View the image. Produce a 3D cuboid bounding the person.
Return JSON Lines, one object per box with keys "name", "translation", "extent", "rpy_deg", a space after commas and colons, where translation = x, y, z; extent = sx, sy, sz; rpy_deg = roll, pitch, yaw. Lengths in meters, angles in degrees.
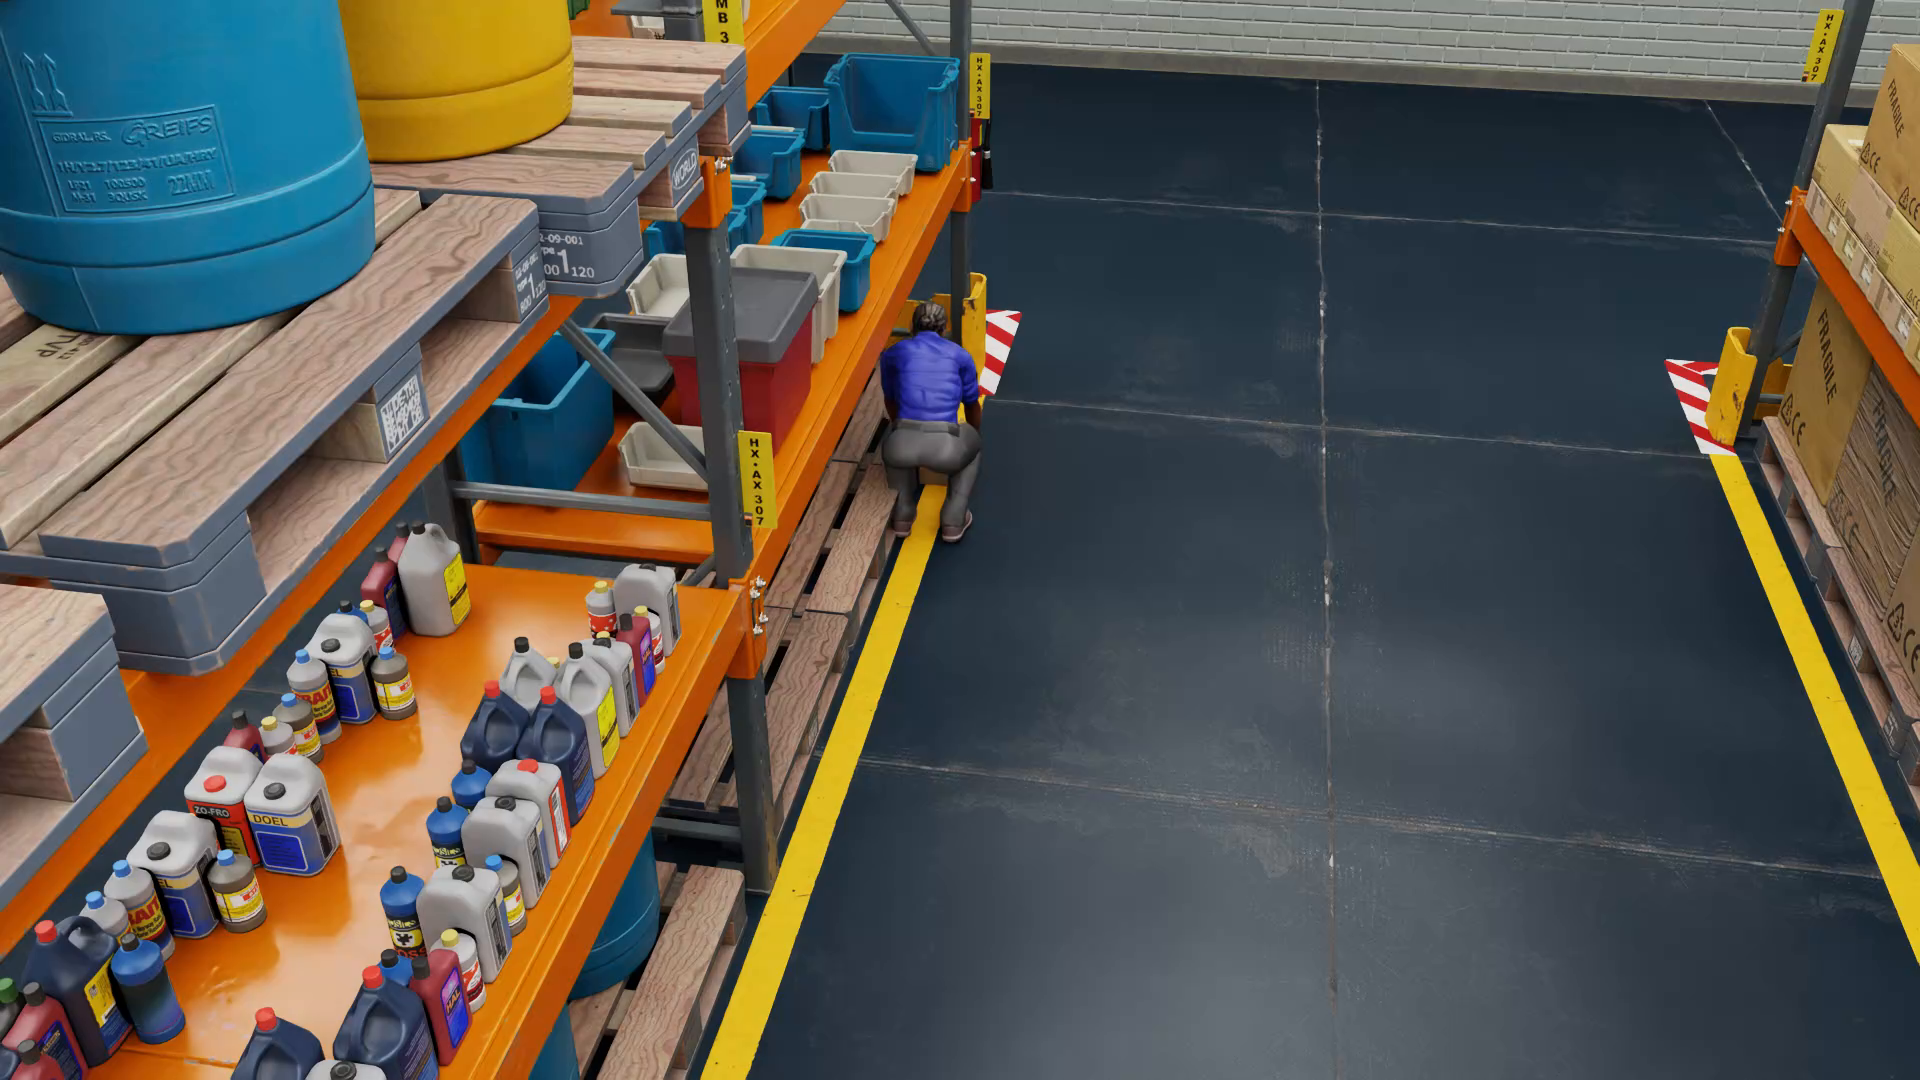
{"name": "person", "translation": [-0.146, -0.521, 7.622], "extent": [0.485, 0.950, 0.795], "rpy_deg": [5, 33, 8]}
